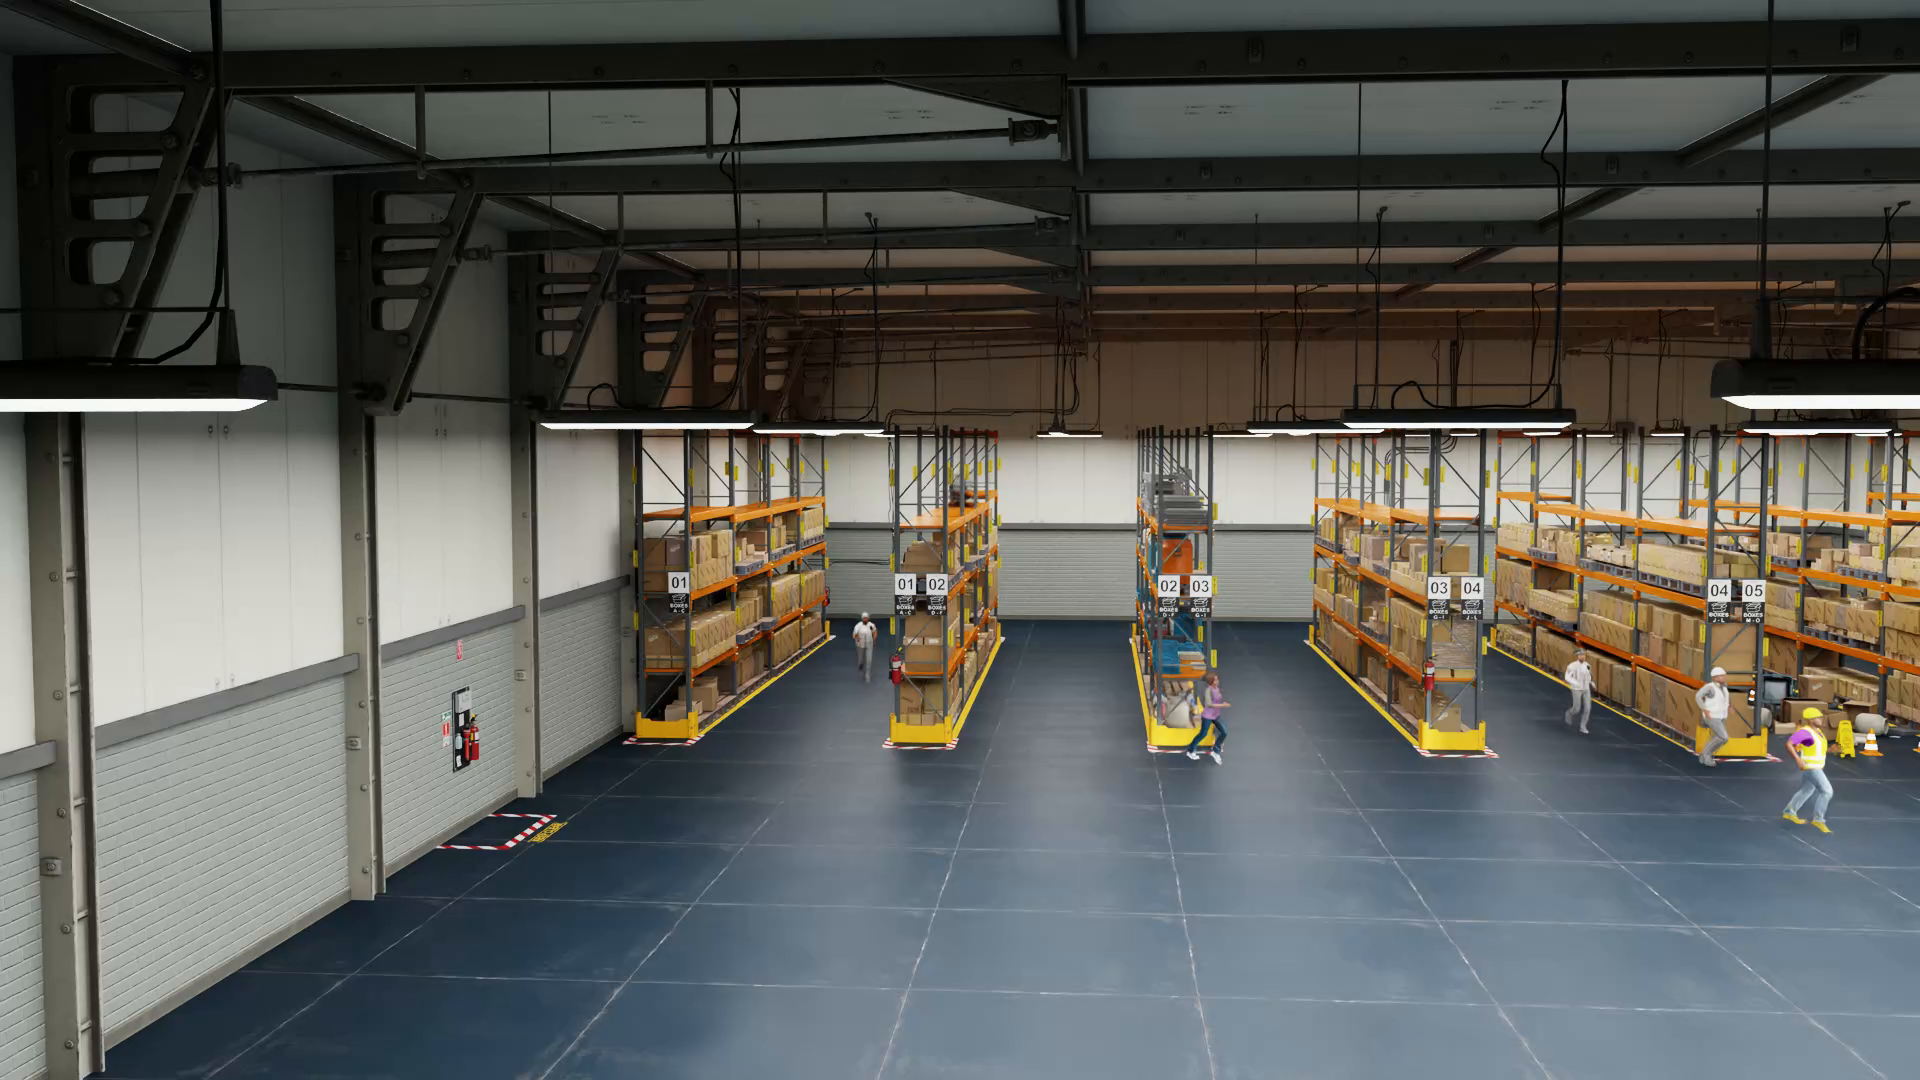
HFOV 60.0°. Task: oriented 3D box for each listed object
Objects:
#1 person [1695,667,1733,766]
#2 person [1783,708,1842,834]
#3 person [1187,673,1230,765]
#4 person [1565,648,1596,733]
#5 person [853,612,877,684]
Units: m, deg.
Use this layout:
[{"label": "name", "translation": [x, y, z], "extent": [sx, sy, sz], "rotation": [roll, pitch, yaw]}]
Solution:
[{"label": "person", "translation": [13.239, 3.095, 29.124], "extent": [0.649, 1.742, 0.600], "rotation": [-2, 4, -33]}, {"label": "person", "translation": [12.502, 3.372, 24.398], "extent": [0.765, 1.818, 0.677], "rotation": [3, 4, 36]}, {"label": "person", "translation": [4.436, 3.156, 29.434], "extent": [0.823, 1.618, 0.549], "rotation": [3, 4, 40]}, {"label": "person", "translation": [12.181, 2.931, 32.661], "extent": [0.621, 1.652, 0.674], "rotation": [0, 3, -7]}, {"label": "person", "translation": [-2.250, 2.529, 39.403], "extent": [0.592, 1.655, 0.886], "rotation": [0, 3, -7]}]
